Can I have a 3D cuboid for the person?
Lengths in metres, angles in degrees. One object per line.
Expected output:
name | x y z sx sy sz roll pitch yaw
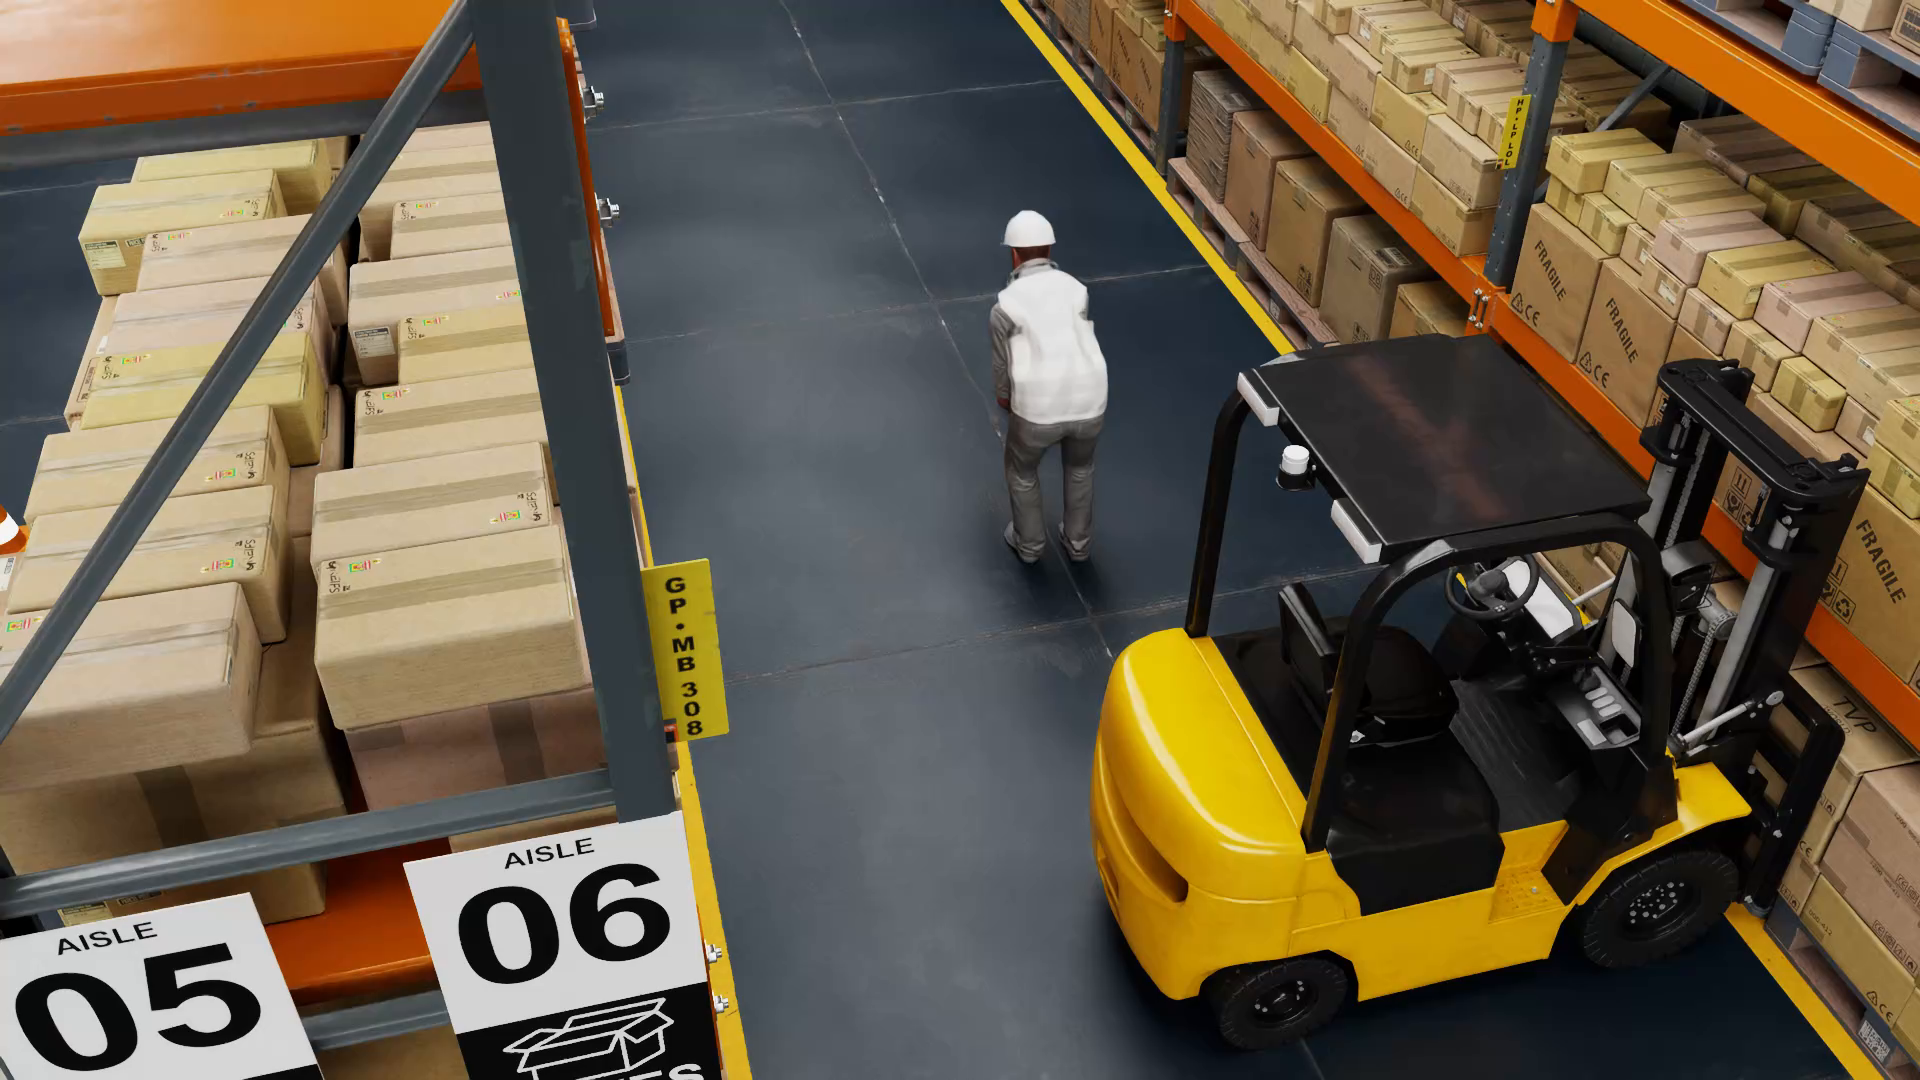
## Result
person | 0.377 -0.672 7.679 0.475 1.627 0.758 -10 39 -13
